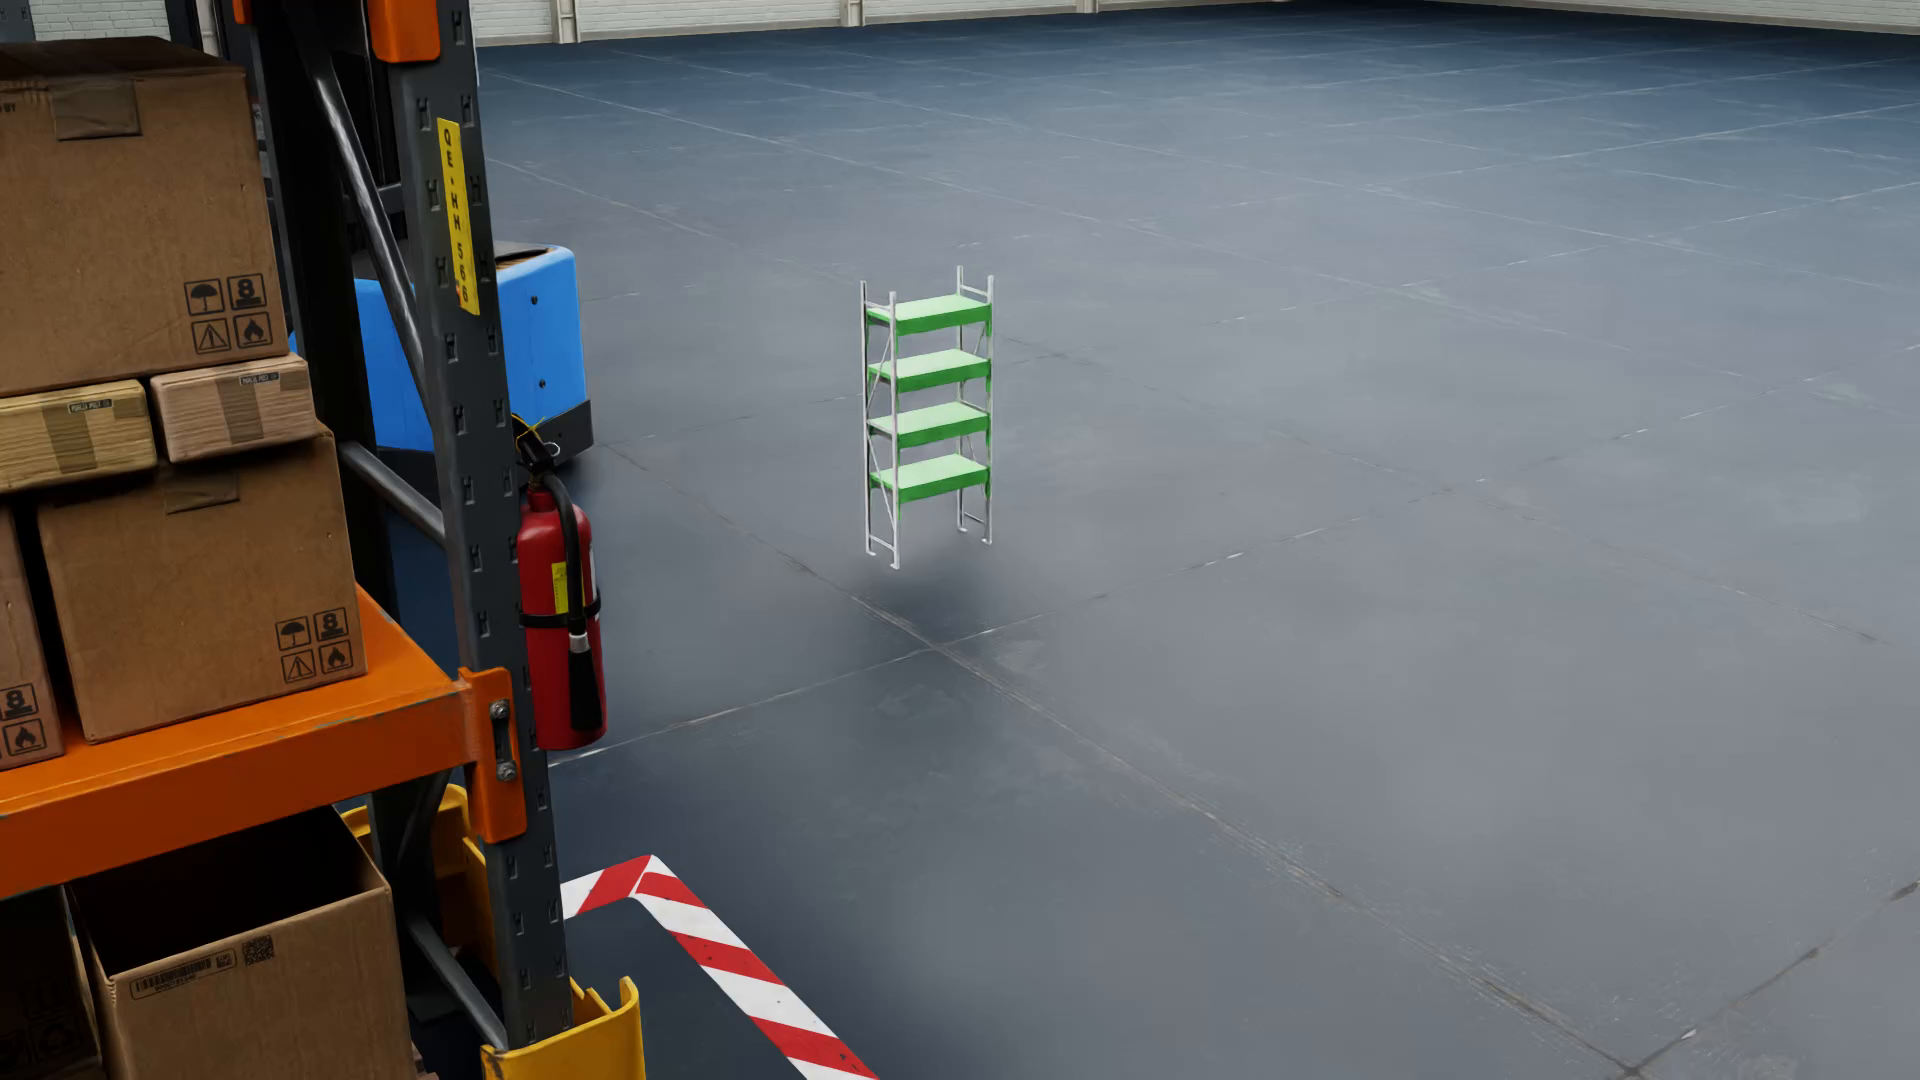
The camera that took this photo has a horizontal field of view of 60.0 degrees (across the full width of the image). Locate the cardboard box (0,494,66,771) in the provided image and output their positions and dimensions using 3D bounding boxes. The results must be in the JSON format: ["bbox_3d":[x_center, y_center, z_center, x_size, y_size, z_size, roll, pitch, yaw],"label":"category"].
[{"bbox_3d":[-1.977,0.094,2.978,0.500,0.500,0.700,-14,26,-31],"label":"cardboard box"}]

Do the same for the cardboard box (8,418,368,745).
[{"bbox_3d":[-1.554,-0.021,3.267,0.500,0.500,0.700,-15,26,-33],"label":"cardboard box"}]

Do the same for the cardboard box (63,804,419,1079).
[{"bbox_3d":[-1.429,0.868,3.307,0.500,0.500,0.500,-15,26,-33],"label":"cardboard box"}]

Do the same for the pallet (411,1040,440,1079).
[{"bbox_3d":[-1.764,1.401,3.599,1.213,0.211,1.003,-15,26,-33],"label":"pallet"}]

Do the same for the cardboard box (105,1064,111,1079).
[{"bbox_3d":[-1.430,1.215,3.447,0.500,0.250,0.500,-15,26,-33],"label":"cardboard box"}]

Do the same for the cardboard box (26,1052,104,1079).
[{"bbox_3d":[-2.136,1.169,3.564,0.500,0.250,0.500,-15,26,-33],"label":"cardboard box"}]

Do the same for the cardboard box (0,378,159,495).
[{"bbox_3d":[-1.578,-0.222,2.896,0.250,0.149,0.380,-14,26,-32],"label":"cardboard box"}]

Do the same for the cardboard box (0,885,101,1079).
[{"bbox_3d":[-2.137,0.820,3.426,0.500,0.500,0.500,-15,26,-33],"label":"cardboard box"}]

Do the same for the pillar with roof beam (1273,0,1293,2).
[{"bbox_3d":[10.136,-15.632,34.429,0.400,9.000,9.100,-15,26,-33],"label":"pillar with roof beam"}]

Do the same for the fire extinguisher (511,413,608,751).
[{"bbox_3d":[-0.800,0.078,3.257,0.183,0.674,0.296,-15,26,-33],"label":"fire extinguisher"}]

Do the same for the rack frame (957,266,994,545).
[{"bbox_3d":[0.064,-0.574,7.217,0.015,1.200,0.240,-15,26,-33],"label":"rack frame"}]

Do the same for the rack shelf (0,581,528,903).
[{"bbox_3d":[-2.791,0.695,2.577,4.000,0.370,1.077,-15,26,-33],"label":"rack shelf"}]

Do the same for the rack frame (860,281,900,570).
[{"bbox_3d":[-0.332,-0.469,6.952,0.015,1.200,0.240,-15,26,-33],"label":"rack frame"}]

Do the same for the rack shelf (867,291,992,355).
[{"bbox_3d":[-0.134,-0.908,6.930,0.480,0.148,0.258,-15,26,-33],"label":"rack shelf"}]

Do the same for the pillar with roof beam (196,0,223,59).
[{"bbox_3d":[-9.346,-10.437,21.410,0.400,9.000,9.100,-15,26,-33],"label":"pillar with roof beam"}]

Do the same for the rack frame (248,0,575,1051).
[{"bbox_3d":[-1.167,-0.072,3.529,0.127,3.000,1.000,-15,26,-33],"label":"rack frame"}]

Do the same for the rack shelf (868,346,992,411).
[{"bbox_3d":[-0.134,-0.685,7.019,0.480,0.148,0.258,-15,26,-33],"label":"rack shelf"}]

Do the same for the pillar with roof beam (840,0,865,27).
[{"bbox_3d":[0.395,-13.035,27.919,0.400,9.000,9.100,-15,26,-33],"label":"pillar with roof beam"}]

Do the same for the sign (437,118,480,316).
[{"bbox_3d":[-0.862,-0.553,2.854,0.005,0.325,0.100,-15,26,-33],"label":"sign"}]

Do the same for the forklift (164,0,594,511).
[{"bbox_3d":[-3.429,-1.804,7.962,3.031,2.935,1.130,7,23,18],"label":"forklift"}]

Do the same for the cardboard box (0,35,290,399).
[{"bbox_3d":[-1.597,-0.612,2.998,0.500,0.500,0.700,-15,26,-33],"label":"cardboard box"}]

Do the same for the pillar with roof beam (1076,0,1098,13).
[{"bbox_3d":[5.265,-14.333,31.174,0.400,9.000,9.100,-15,26,-33],"label":"pillar with roof beam"}]

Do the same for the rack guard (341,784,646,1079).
[{"bbox_3d":[-1.148,1.084,4.005,0.348,0.500,1.175,-15,26,-33],"label":"rack guard"}]

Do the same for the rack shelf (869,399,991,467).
[{"bbox_3d":[-0.134,-0.462,7.108,0.480,0.148,0.258,-15,26,-33],"label":"rack shelf"}]

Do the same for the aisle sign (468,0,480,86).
[{"bbox_3d":[-0.942,-1.205,2.861,0.004,0.787,0.394,-15,26,-33],"label":"aisle sign"}]

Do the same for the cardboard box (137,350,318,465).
[{"bbox_3d":[-1.366,-0.279,3.039,0.250,0.149,0.380,-15,26,-34],"label":"cardboard box"}]

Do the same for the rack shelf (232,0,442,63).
[{"bbox_3d":[-2.791,-0.698,2.022,4.000,0.370,1.077,-15,26,-33],"label":"rack shelf"}]

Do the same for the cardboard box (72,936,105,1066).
[{"bbox_3d":[-1.733,1.059,3.838,0.500,0.250,0.500,-15,26,-33],"label":"cardboard box"}]

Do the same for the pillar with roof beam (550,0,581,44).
[{"bbox_3d":[-4.476,-11.736,24.665,0.400,9.000,9.100,-15,26,-33],"label":"pillar with roof beam"}]

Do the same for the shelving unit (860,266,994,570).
[{"bbox_3d":[-0.134,-0.521,7.084,0.503,1.200,0.258,-15,26,-33],"label":"shelving unit"}]

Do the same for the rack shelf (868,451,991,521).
[{"bbox_3d":[-0.134,-0.239,7.197,0.480,0.148,0.258,-15,26,-33],"label":"rack shelf"}]

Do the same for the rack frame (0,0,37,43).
[{"bbox_3d":[-4.057,-1.563,7.265,0.127,3.000,1.000,-15,26,-33],"label":"rack frame"}]

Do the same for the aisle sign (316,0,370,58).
[{"bbox_3d":[-1.293,-1.386,3.314,0.004,0.787,0.394,-15,26,-33],"label":"aisle sign"}]

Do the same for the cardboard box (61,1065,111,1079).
[{"bbox_3d":[-1.829,1.327,3.167,0.500,0.250,0.500,-15,26,-33],"label":"cardboard box"}]
